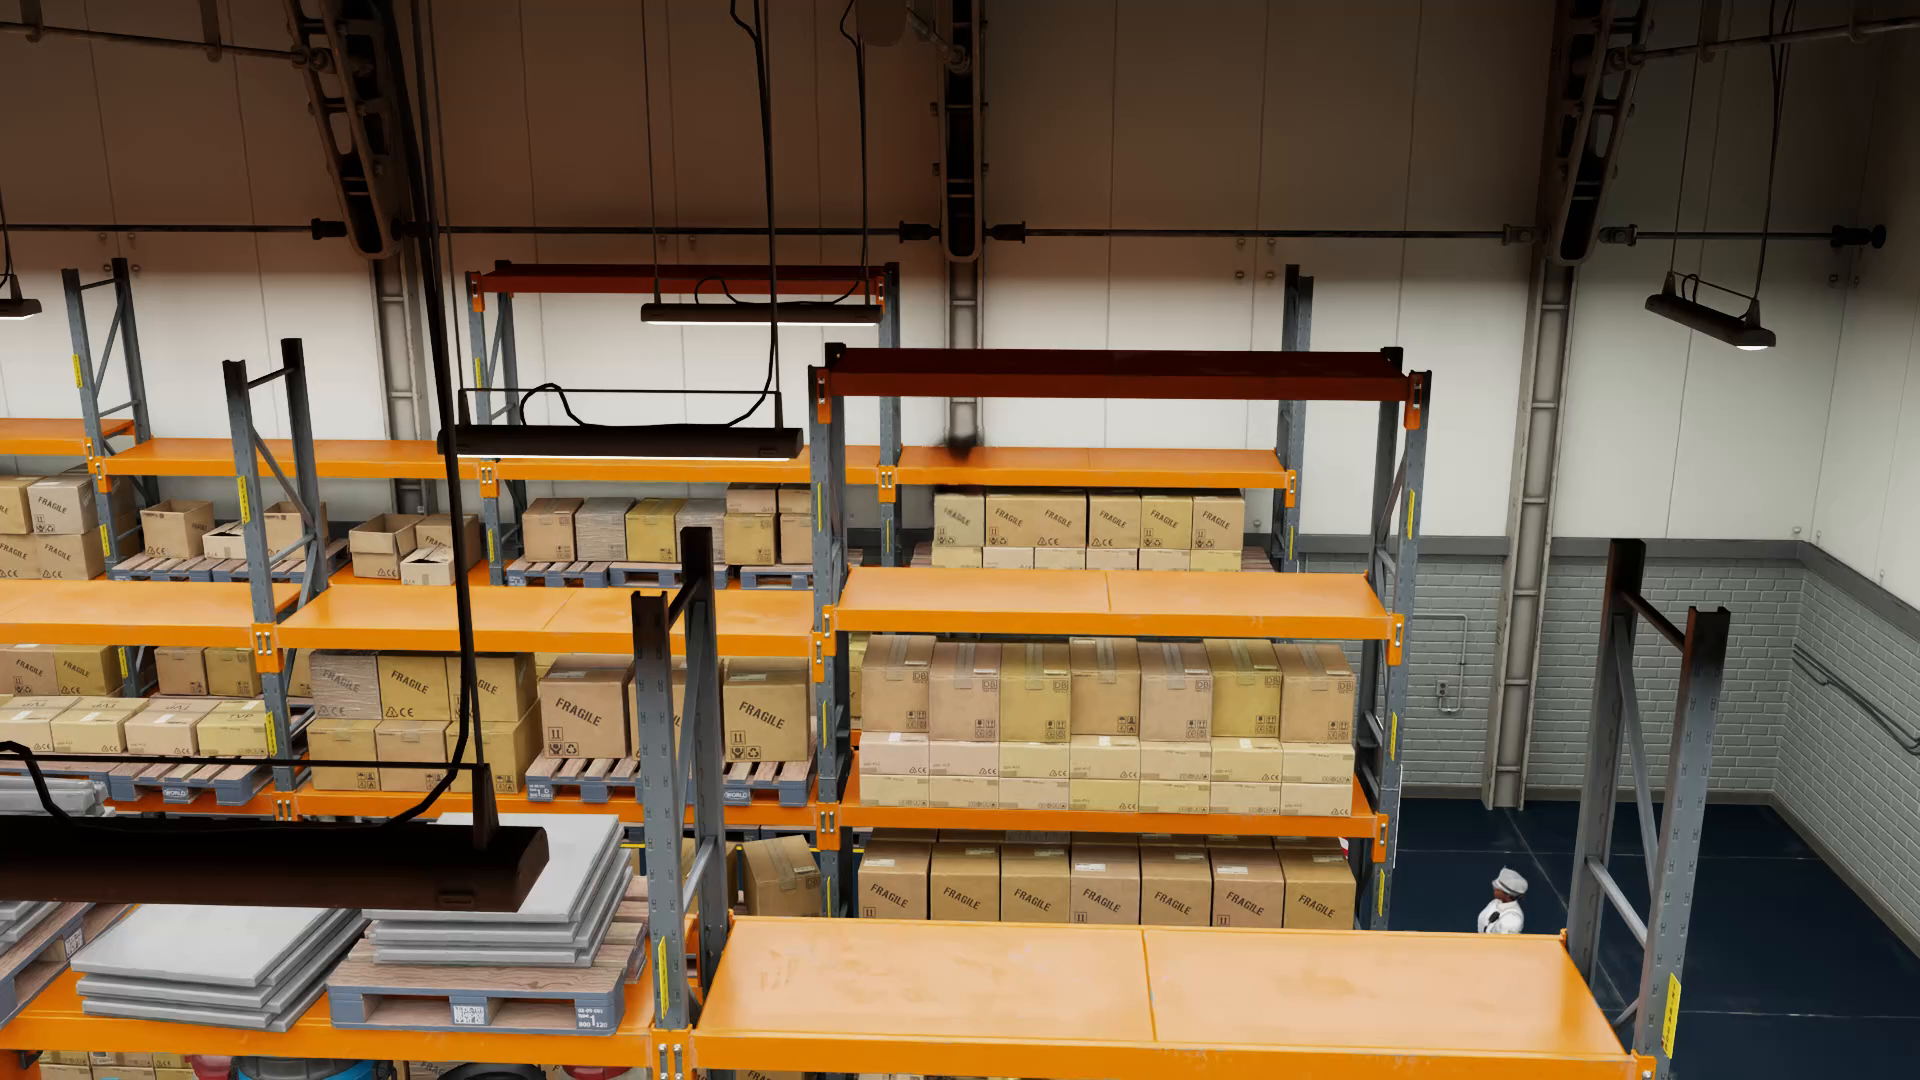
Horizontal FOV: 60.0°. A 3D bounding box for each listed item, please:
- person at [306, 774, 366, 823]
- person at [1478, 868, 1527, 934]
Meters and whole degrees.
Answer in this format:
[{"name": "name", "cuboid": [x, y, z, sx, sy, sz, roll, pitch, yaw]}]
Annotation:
[{"name": "person", "cuboid": [-6.096, 2.643, 16.305, 0.586, 1.803, 0.372, -4, 17, -13]}, {"name": "person", "cuboid": [4.385, 3.478, 13.614, 0.373, 1.697, 0.499, -2, 16, -7]}]
